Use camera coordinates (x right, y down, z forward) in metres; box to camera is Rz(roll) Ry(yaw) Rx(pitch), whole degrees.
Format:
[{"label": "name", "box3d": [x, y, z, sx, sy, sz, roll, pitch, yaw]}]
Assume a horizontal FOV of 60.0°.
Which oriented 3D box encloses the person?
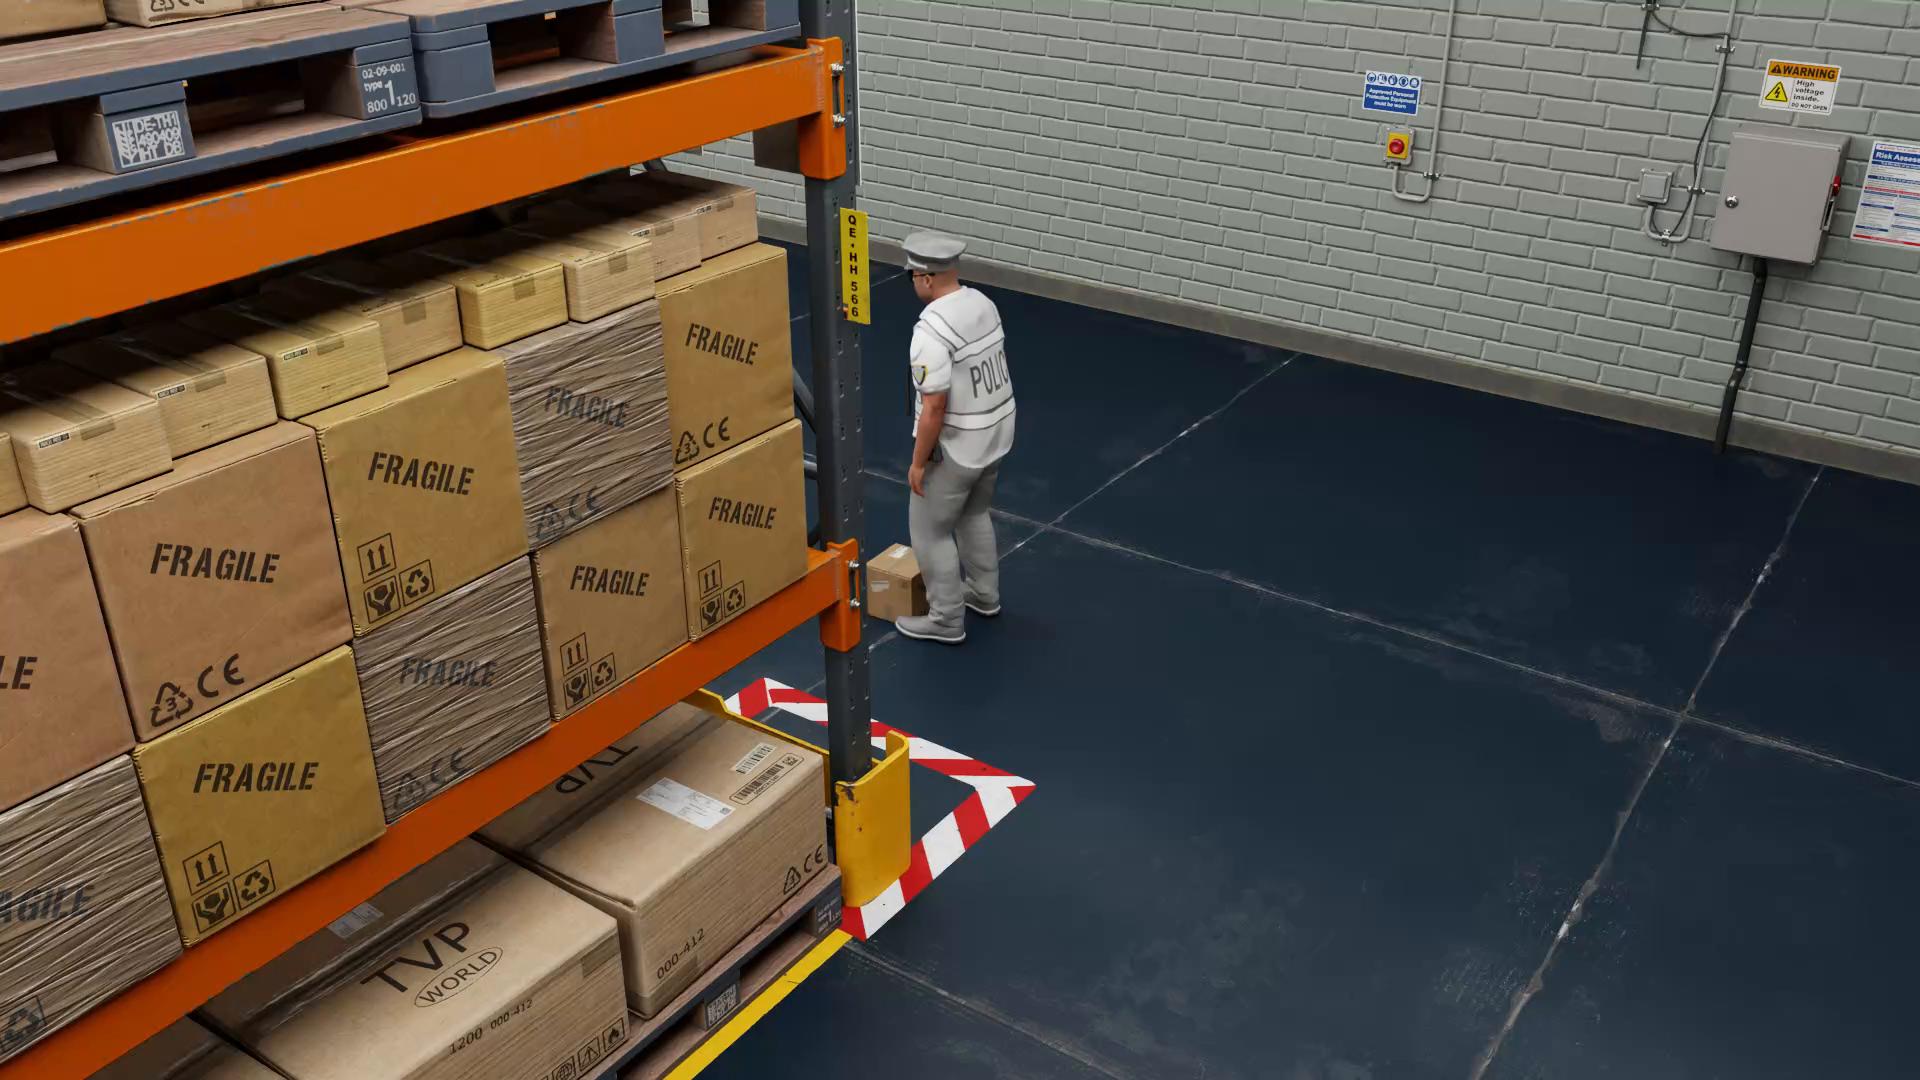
[{"label": "person", "box3d": [-0.015, -0.403, 6.907, 0.442, 1.746, 0.590, 16, 31, 28]}]
